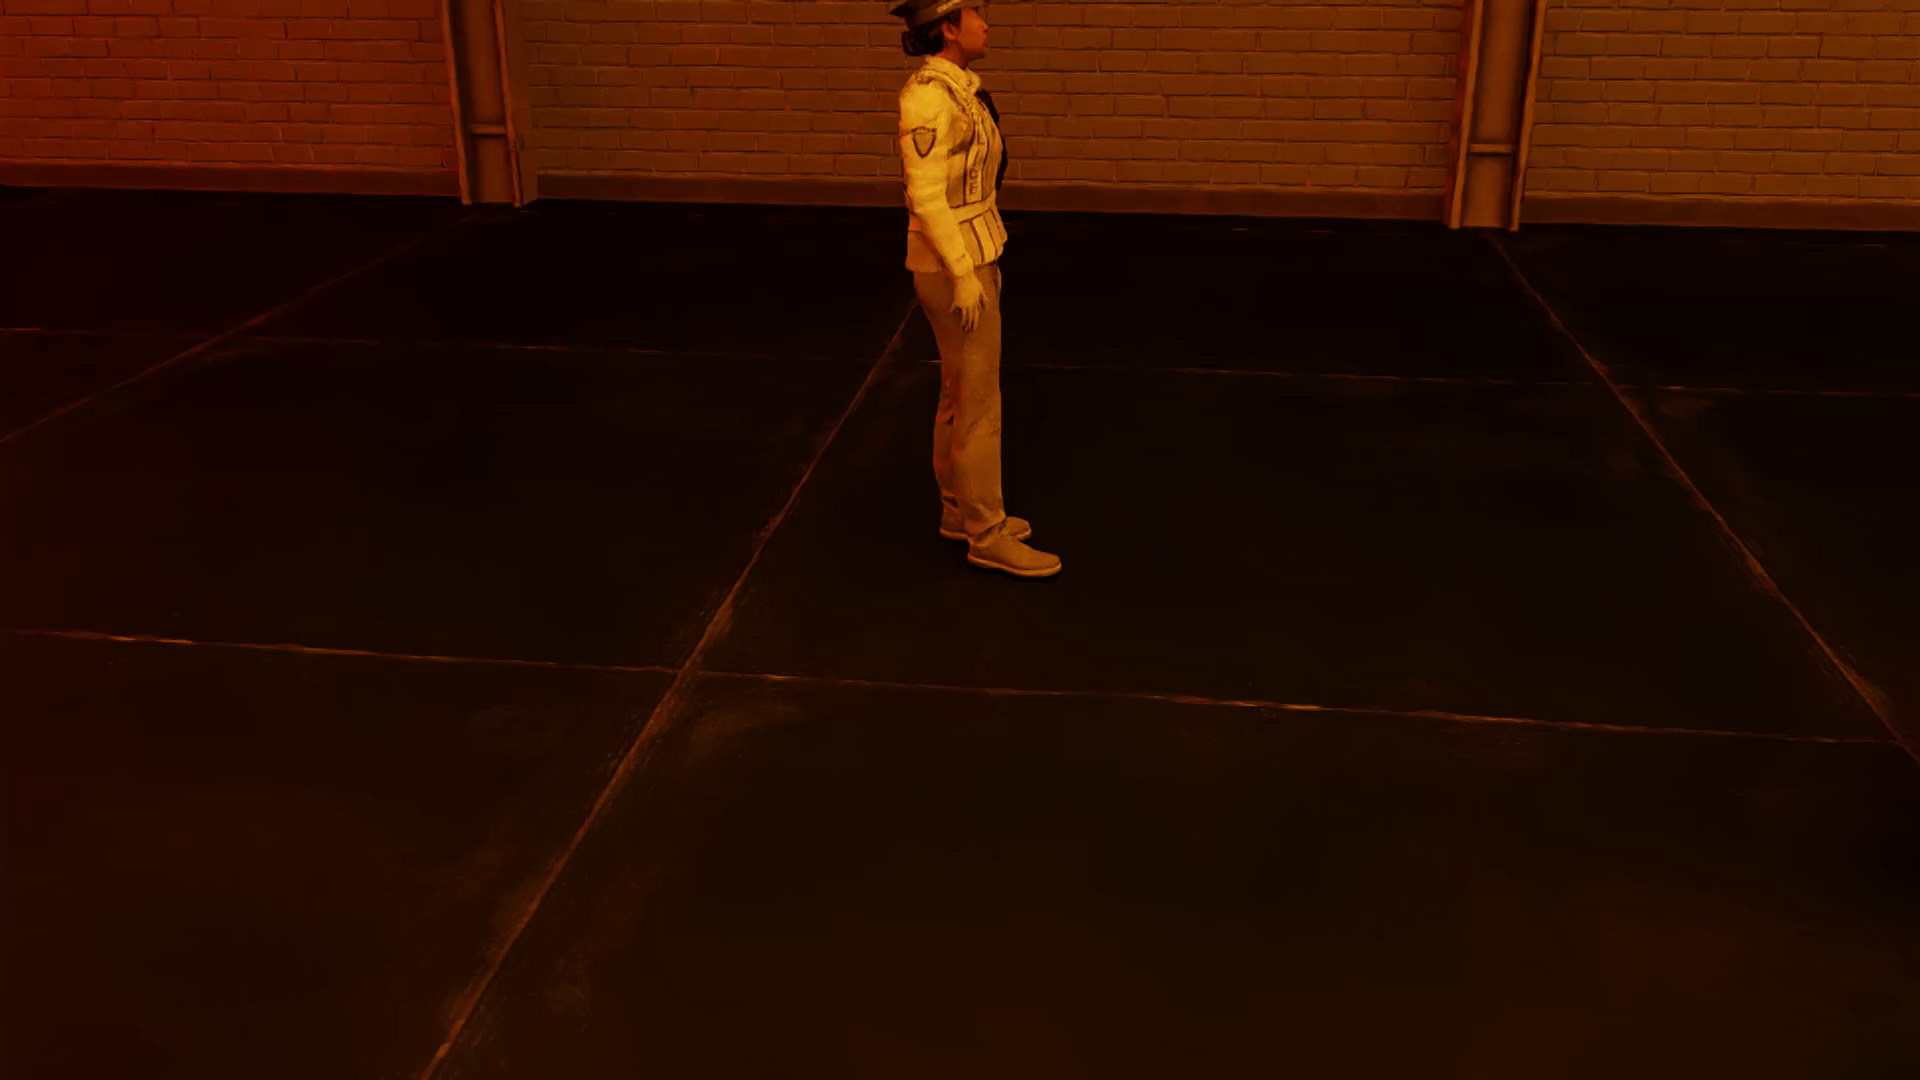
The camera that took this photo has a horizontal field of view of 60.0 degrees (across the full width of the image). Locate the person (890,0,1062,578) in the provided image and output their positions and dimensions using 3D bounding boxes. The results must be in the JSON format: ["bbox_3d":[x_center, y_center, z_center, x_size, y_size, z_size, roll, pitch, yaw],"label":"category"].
[{"bbox_3d":[0.066,-0.787,4.843,0.533,1.695,0.586,3,22,7],"label":"person"}]

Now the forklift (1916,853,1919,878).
[{"bbox_3d":[3.404,-0.434,2.331,3.031,2.935,1.130,15,26,33],"label":"forklift"}]
